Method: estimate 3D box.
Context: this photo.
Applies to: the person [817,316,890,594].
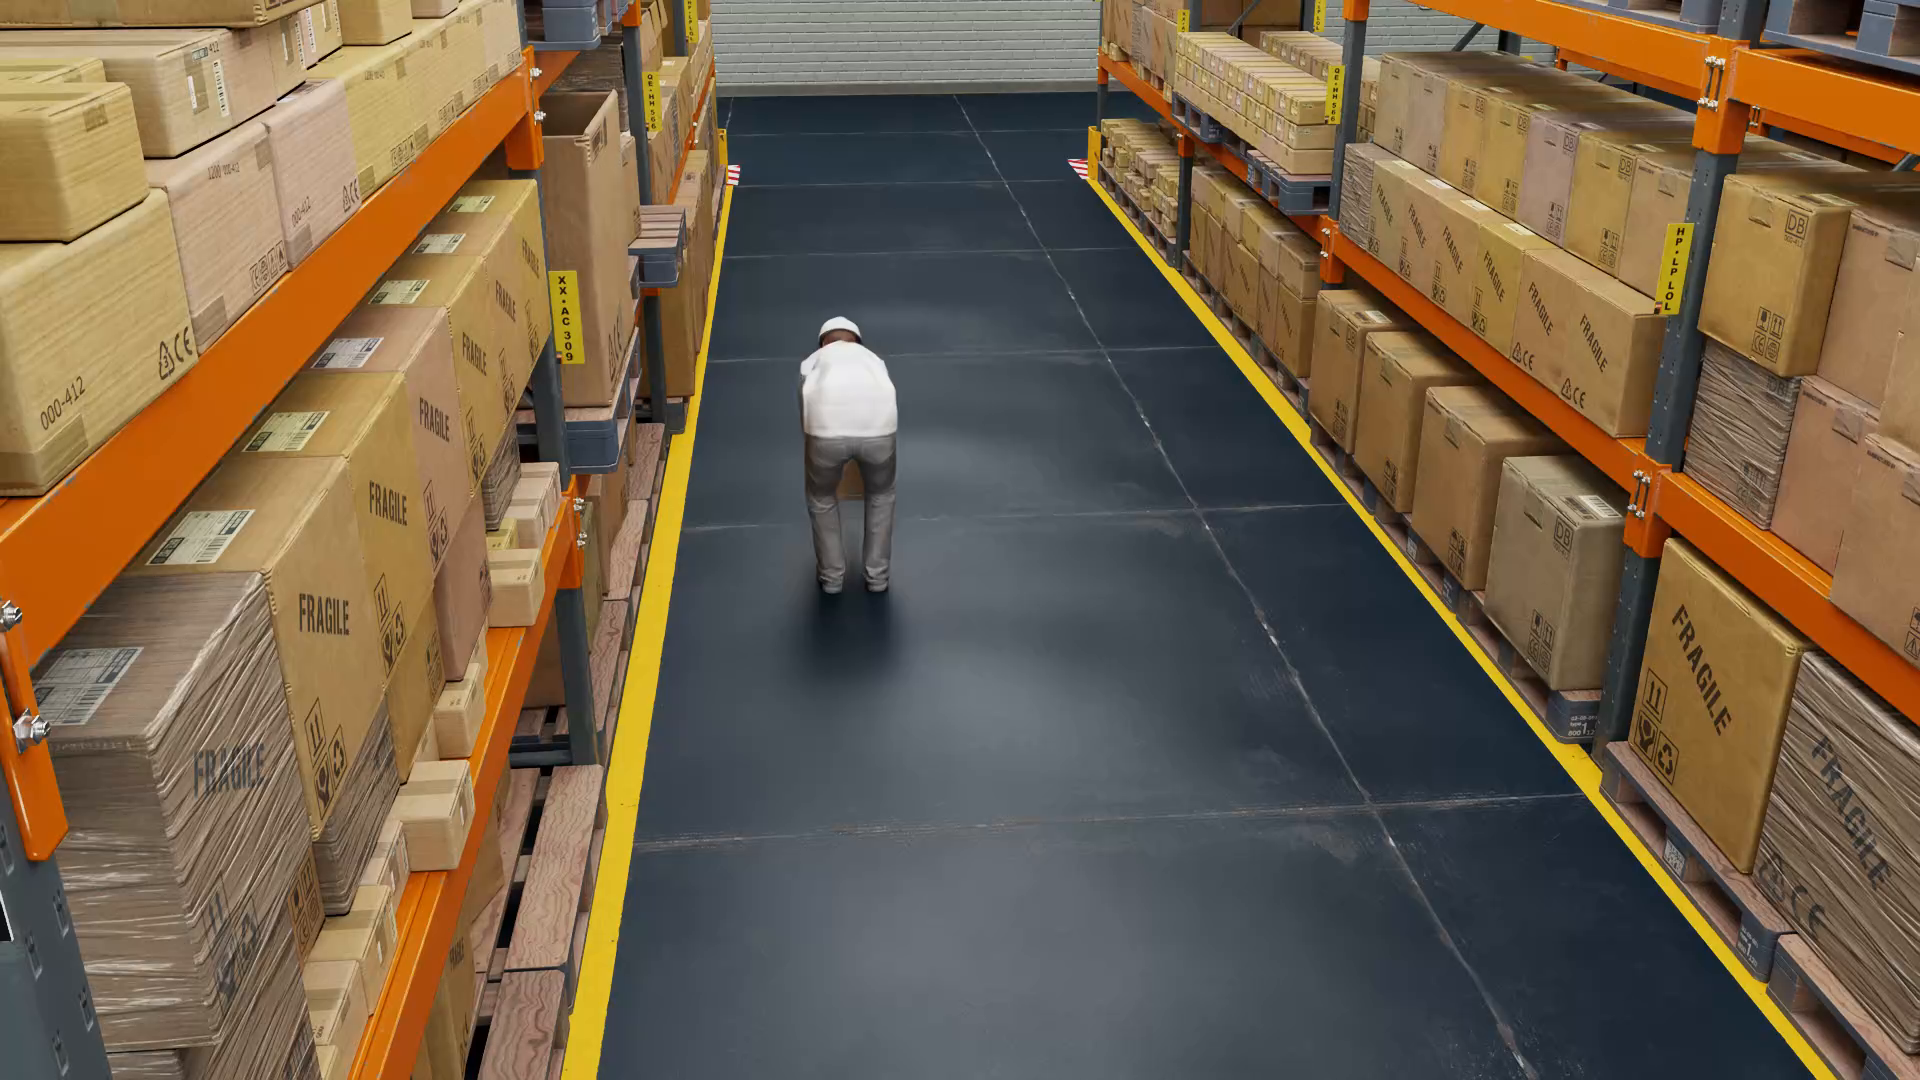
[{"bbox_3d":[-3.988,-2.259,6.700,7.355,5.810,11.427,-3,24,-7],"label":"person"}]
